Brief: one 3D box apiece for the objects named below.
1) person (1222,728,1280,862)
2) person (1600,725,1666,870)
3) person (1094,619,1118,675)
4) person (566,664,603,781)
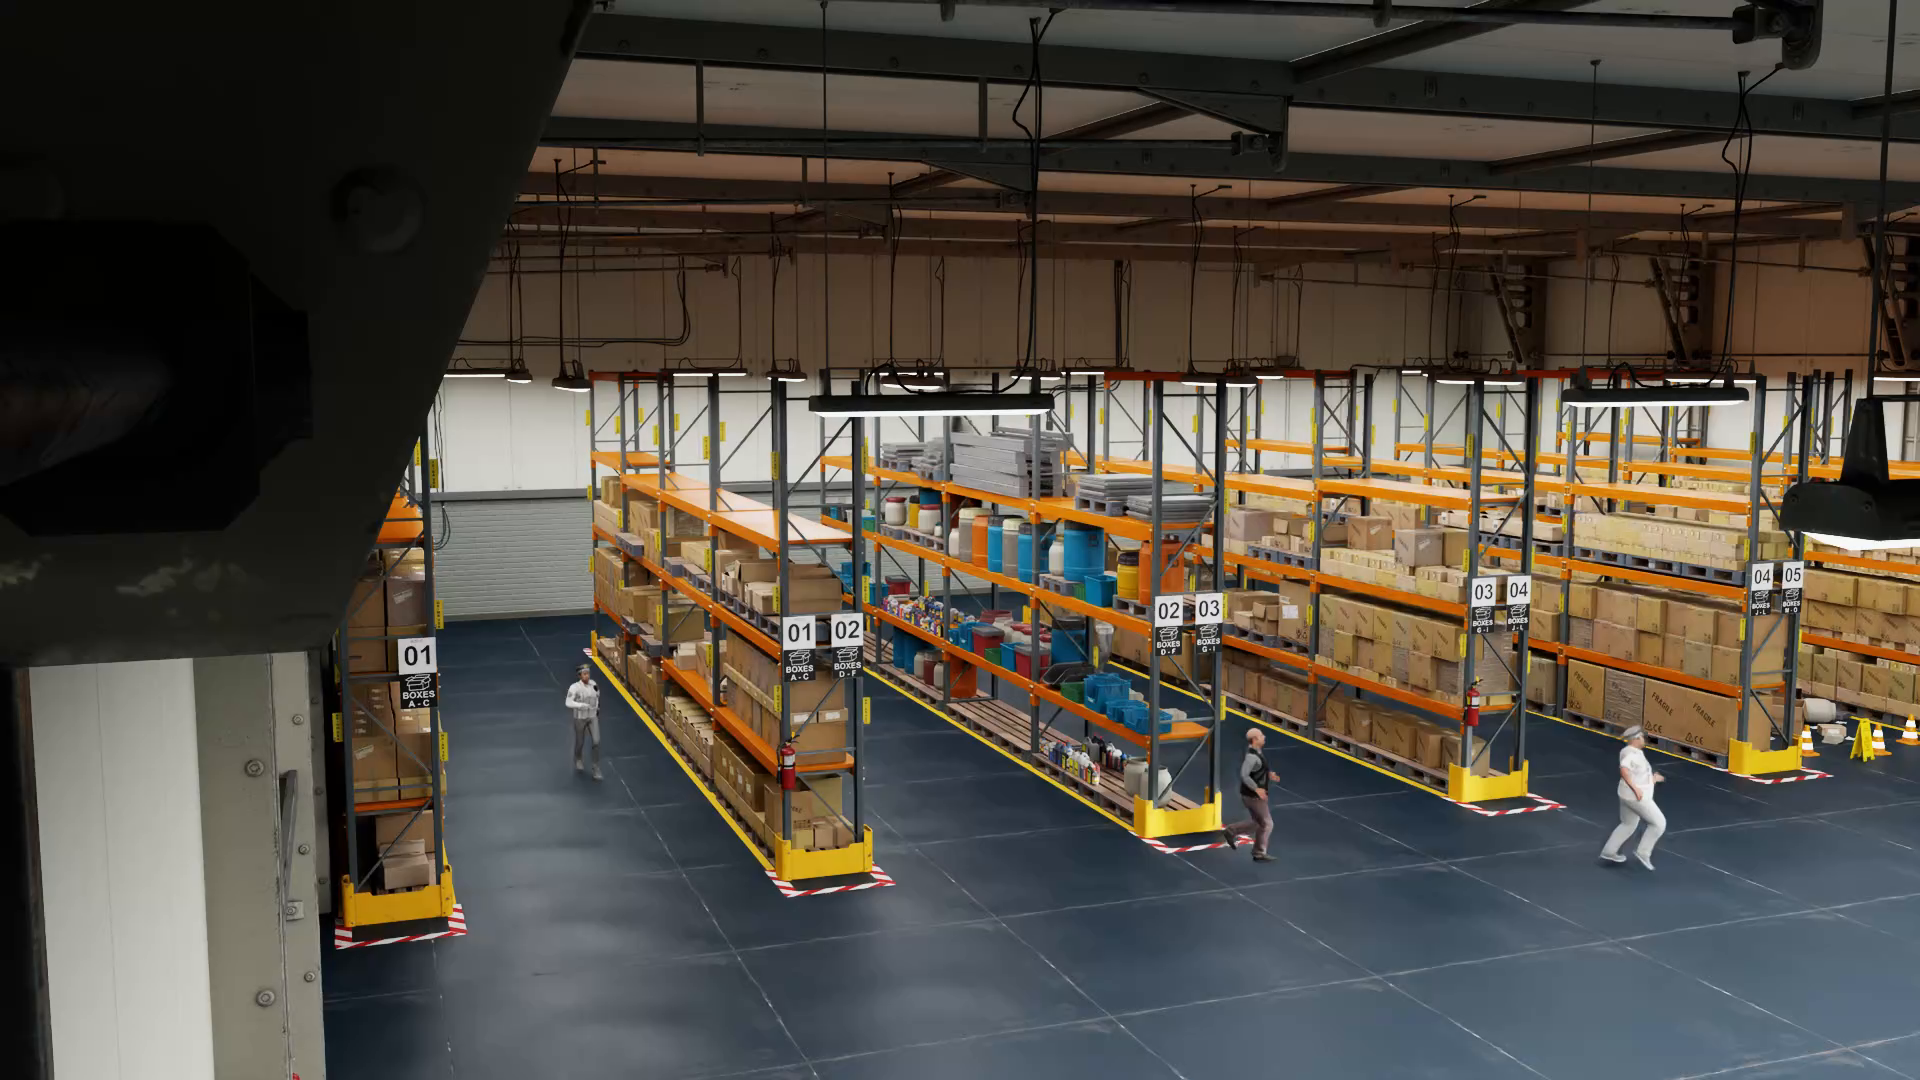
[{"bbox_3d":[3.634,3.179,20.762,0.716,1.687,0.658,1,6,10],"label":"person"},{"bbox_3d":[8.346,3.193,20.538,0.748,1.817,0.668,0,6,2],"label":"person"},{"bbox_3d":[2.832,1.833,32.239,0.560,1.667,0.574,-3,7,-23],"label":"person"},{"bbox_3d":[-5.643,2.702,24.974,0.598,1.743,0.779,-4,7,-30],"label":"person"}]
